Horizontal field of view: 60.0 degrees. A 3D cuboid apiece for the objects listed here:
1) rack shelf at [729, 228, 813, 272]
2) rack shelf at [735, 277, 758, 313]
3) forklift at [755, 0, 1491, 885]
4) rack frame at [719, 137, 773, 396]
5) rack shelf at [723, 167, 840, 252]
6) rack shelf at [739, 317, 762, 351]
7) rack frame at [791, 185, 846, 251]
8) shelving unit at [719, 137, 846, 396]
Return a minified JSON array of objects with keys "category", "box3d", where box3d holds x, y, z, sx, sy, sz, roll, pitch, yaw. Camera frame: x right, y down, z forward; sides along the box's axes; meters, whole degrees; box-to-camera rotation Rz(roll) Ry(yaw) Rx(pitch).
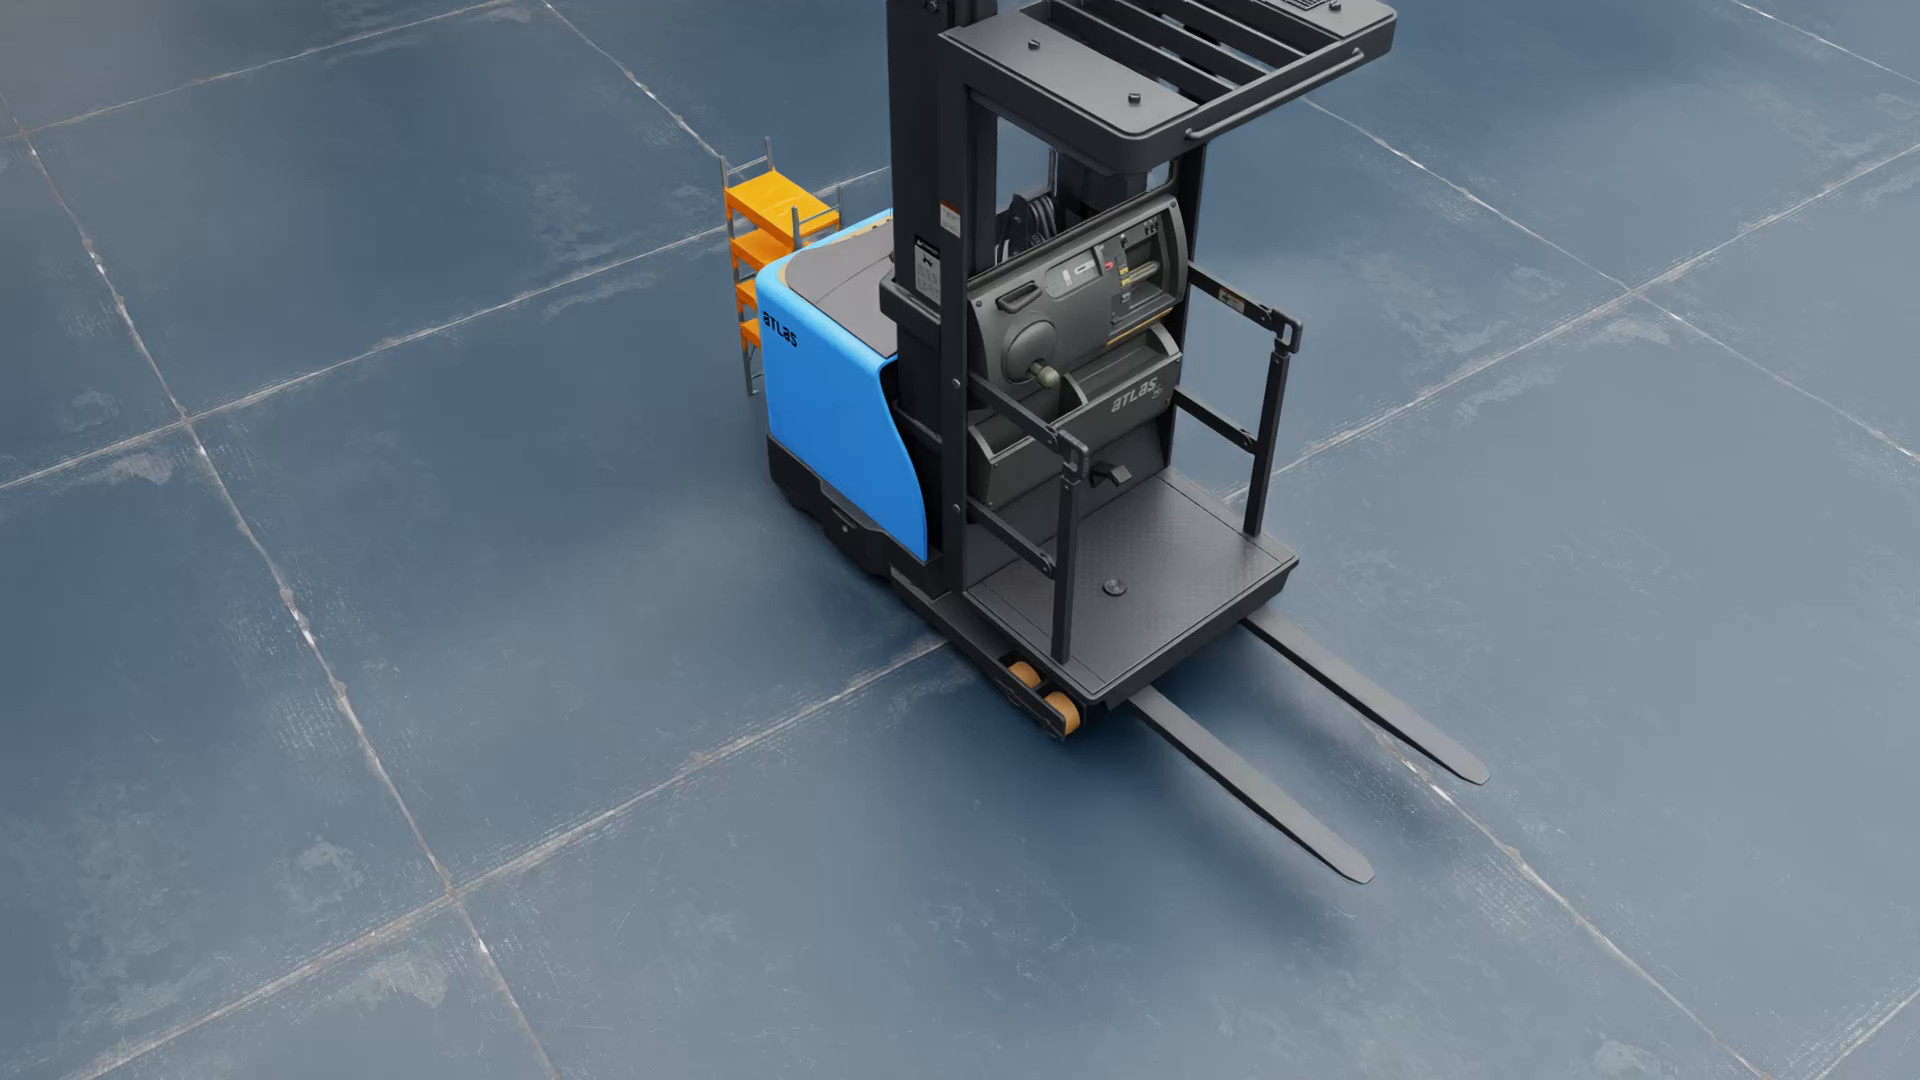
[{"category":"rack shelf","box3d":[-0.702,-1.123,6.826,0.258,0.148,0.480,-30,51,-28]},{"category":"rack shelf","box3d":[-0.700,-0.960,6.979,0.258,0.148,0.480,-30,51,-28]},{"category":"forklift","box3d":[0.549,-0.746,5.409,1.130,2.935,3.031,-31,52,-28]},{"category":"rack frame","box3d":[-0.858,-1.136,7.070,0.240,1.200,0.015,-30,51,-28]},{"category":"rack shelf","box3d":[-0.703,-1.296,6.665,0.258,0.148,0.480,-30,51,-28]},{"category":"rack shelf","box3d":[-0.698,-0.815,7.115,0.258,0.148,0.480,-30,51,-28]},{"category":"rack frame","box3d":[-0.543,-0.882,6.796,0.240,1.200,0.015,-30,51,-28]},{"category":"shelving unit","box3d":[-0.700,-1.009,6.933,0.258,1.200,0.503,-30,51,-28]}]
